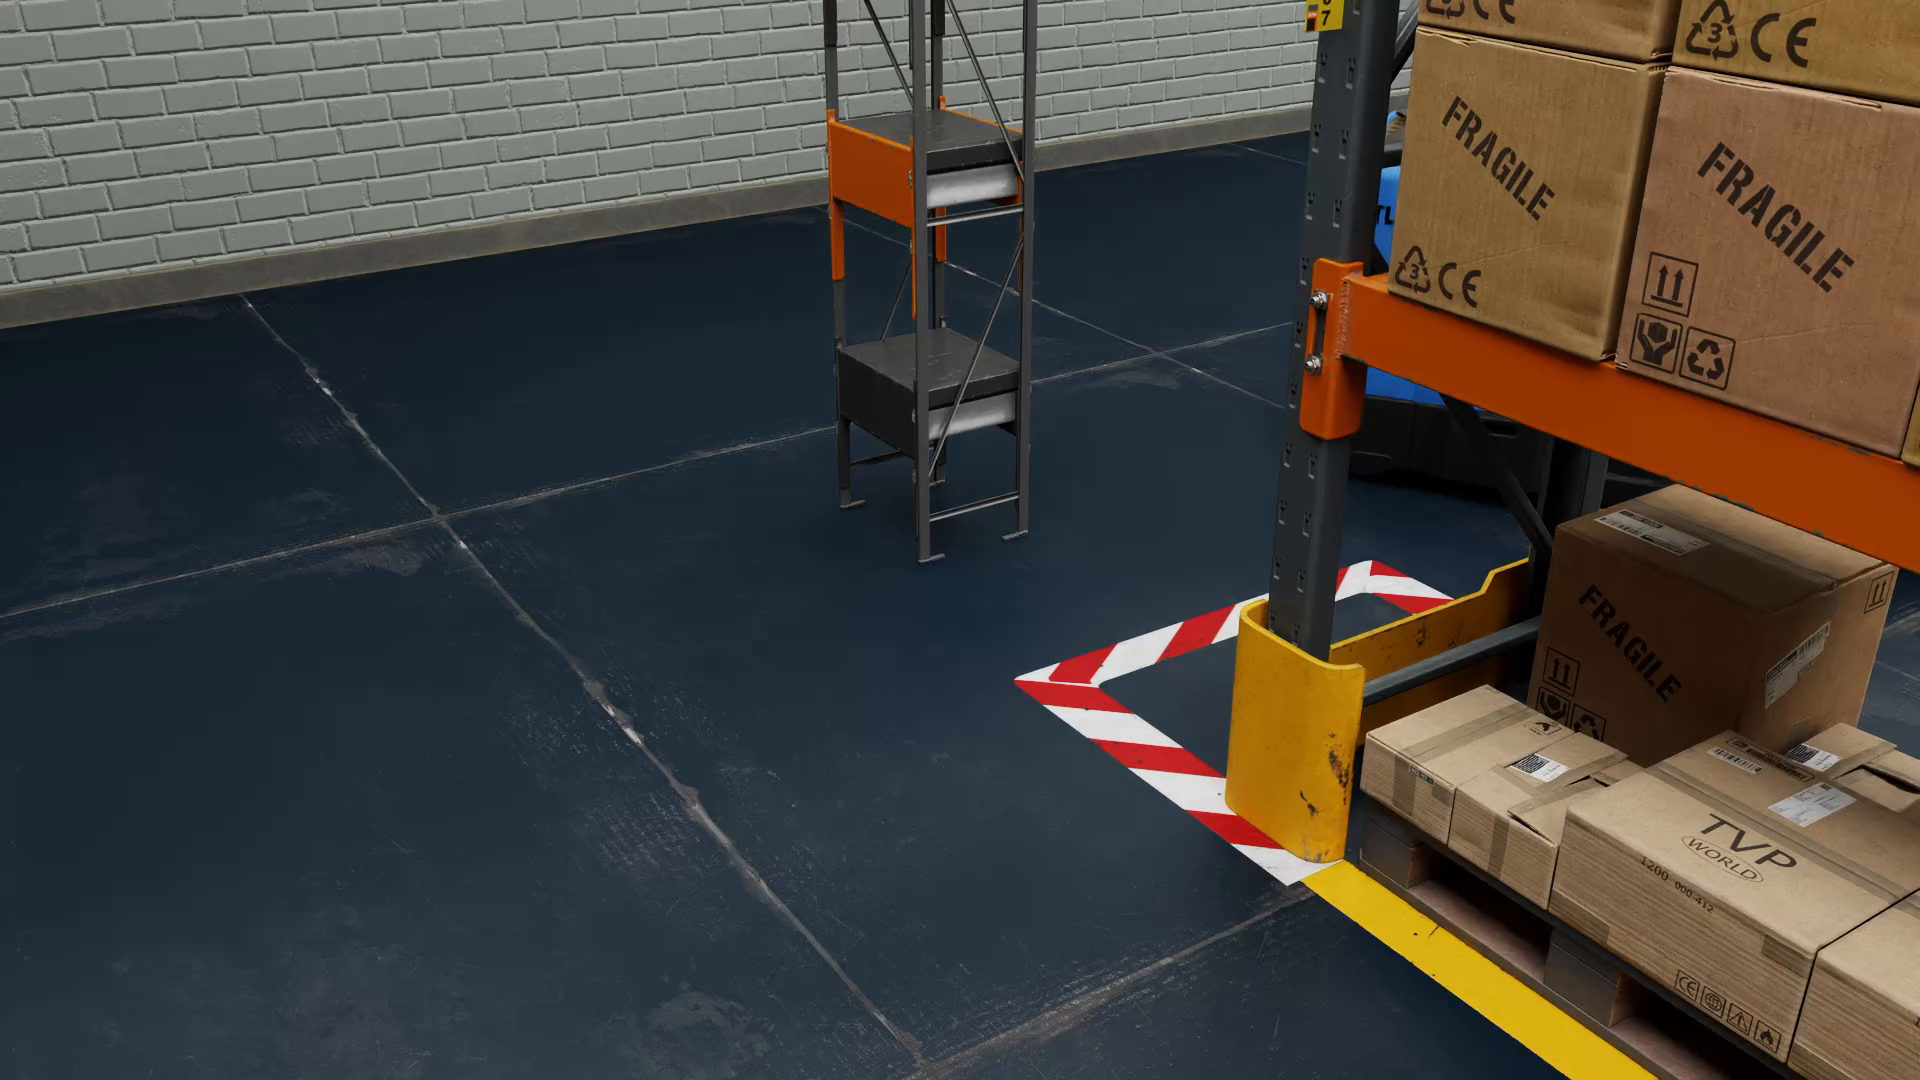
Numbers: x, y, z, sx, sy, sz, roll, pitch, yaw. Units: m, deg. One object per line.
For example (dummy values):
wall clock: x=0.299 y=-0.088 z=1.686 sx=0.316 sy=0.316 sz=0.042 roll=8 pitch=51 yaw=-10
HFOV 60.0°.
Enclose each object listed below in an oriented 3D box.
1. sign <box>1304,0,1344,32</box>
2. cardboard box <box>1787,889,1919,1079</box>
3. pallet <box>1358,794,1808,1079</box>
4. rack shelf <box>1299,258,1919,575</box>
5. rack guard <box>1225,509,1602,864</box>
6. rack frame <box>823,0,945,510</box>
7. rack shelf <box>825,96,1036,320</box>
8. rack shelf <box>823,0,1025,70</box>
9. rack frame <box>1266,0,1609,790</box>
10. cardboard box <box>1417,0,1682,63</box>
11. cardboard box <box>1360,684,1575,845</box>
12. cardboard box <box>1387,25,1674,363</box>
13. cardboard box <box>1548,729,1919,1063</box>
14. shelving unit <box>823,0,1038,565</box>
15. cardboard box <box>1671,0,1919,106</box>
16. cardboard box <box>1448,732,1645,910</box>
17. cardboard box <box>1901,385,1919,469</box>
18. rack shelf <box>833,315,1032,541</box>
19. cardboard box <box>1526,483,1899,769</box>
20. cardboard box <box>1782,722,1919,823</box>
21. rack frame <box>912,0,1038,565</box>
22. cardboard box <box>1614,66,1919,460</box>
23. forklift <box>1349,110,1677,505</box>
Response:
sign: x=0.690 y=-1.112 z=3.077 sx=0.100 sy=0.325 sz=0.005 roll=-16 pitch=29 yaw=-30
cardboard box: x=1.749 y=0.816 z=2.713 sx=0.500 sy=0.250 sz=0.500 roll=-16 pitch=29 yaw=-30
pallet: x=1.622 y=0.726 z=3.464 sx=1.003 sy=0.211 sz=1.213 roll=-16 pitch=29 yaw=-30
rack shelf: x=2.236 y=0.194 z=2.168 sx=1.077 sy=0.370 sz=4.000 roll=-16 pitch=29 yaw=-30
rack guard: x=1.186 y=0.311 z=4.006 sx=1.175 sy=0.500 sz=0.348 roll=-16 pitch=29 yaw=-30
rack frame: x=-0.224 y=-1.096 z=5.112 sx=0.400 sy=2.100 sz=0.015 roll=-16 pitch=29 yaw=-30
rack shelf: x=-0.090 y=-0.996 z=4.933 sx=0.431 sy=0.518 sz=0.480 roll=-16 pitch=29 yaw=-30
rack shelf: x=-0.090 y=-1.629 z=4.634 sx=0.431 sy=0.518 sz=0.480 roll=-16 pitch=29 yaw=-30
rack frame: x=1.144 y=-0.847 z=3.530 sx=1.000 sy=3.000 sz=0.127 roll=-16 pitch=29 yaw=-30
cardboard box: x=1.165 y=-1.124 z=2.829 sx=0.500 sy=0.500 sz=0.500 roll=-15 pitch=29 yaw=-28
cardboard box: x=1.085 y=0.473 z=3.558 sx=0.380 sy=0.149 sz=0.250 roll=-16 pitch=29 yaw=-30
cardboard box: x=1.165 y=-0.672 z=3.042 sx=0.500 sy=0.500 sz=0.500 roll=-15 pitch=29 yaw=-29
cardboard box: x=1.476 y=0.637 z=3.092 sx=0.500 sy=0.250 sz=0.500 roll=-16 pitch=29 yaw=-30
shelving unit: x=-0.090 y=-1.009 z=4.927 sx=0.431 sy=2.100 sz=0.503 roll=-16 pitch=29 yaw=-30
cardboard box: x=1.457 y=-0.939 z=2.437 sx=0.500 sy=0.500 sz=0.500 roll=-15 pitch=29 yaw=-29
cardboard box: x=1.221 y=0.555 z=3.365 sx=0.380 sy=0.166 sz=0.250 roll=-16 pitch=29 yaw=-30
cardboard box: x=1.723 y=-0.308 z=2.272 sx=0.500 sy=0.500 sz=0.500 roll=-16 pitch=29 yaw=-30
rack shelf: x=-0.090 y=-0.363 z=5.232 sx=0.431 sy=0.518 sz=0.480 roll=-16 pitch=29 yaw=-30
cardboard box: x=1.647 y=0.222 z=3.679 sx=0.500 sy=0.500 sz=0.500 roll=-16 pitch=29 yaw=-30
cardboard box: x=1.793 y=0.538 z=3.399 sx=0.380 sy=0.166 sz=0.250 roll=-16 pitch=29 yaw=-30
rack frame: x=0.043 y=-0.921 z=4.742 sx=0.400 sy=2.100 sz=0.015 roll=-16 pitch=29 yaw=-30
cardboard box: x=1.452 y=-0.489 z=2.654 sx=0.500 sy=0.500 sz=0.500 roll=-16 pitch=30 yaw=-30
forklift: x=2.752 y=-1.504 z=5.002 sx=3.031 sy=2.935 sz=1.130 roll=11 pitch=27 yaw=21
